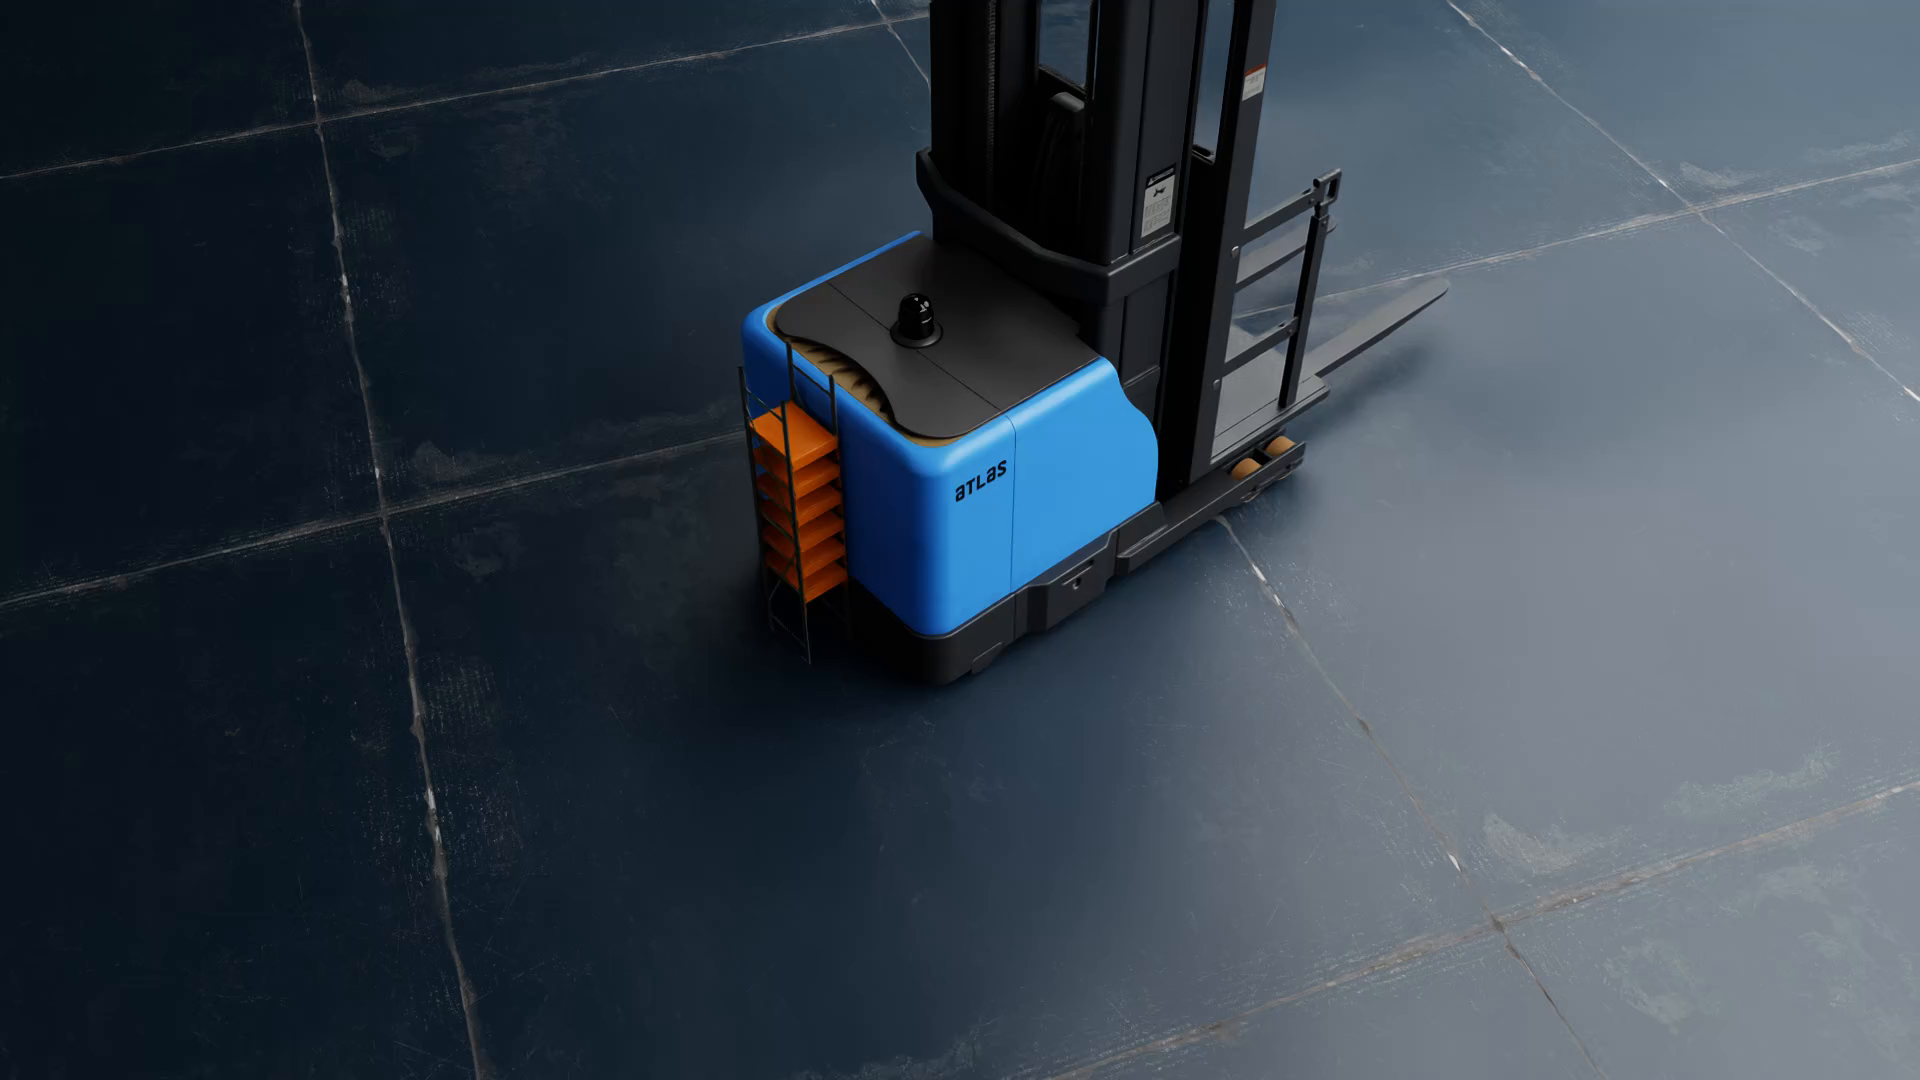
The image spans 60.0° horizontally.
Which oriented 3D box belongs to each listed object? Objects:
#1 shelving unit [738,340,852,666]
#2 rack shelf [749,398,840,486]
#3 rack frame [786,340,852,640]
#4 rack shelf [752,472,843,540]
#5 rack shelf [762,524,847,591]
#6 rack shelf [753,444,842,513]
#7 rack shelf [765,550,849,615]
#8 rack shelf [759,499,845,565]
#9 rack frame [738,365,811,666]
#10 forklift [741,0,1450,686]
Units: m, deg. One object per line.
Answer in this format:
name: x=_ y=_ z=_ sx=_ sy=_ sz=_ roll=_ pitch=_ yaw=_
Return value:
shelving unit: x=-0.531 y=-0.091 z=5.493 sx=0.189 sy=1.200 sz=0.258 roll=-31 pitch=53 yaw=-27
rack shelf: x=-0.531 y=-0.313 z=5.270 sx=0.180 sy=0.103 sz=0.258 roll=-31 pitch=53 yaw=-27
rack frame: x=-0.462 y=-0.133 z=5.535 sx=0.006 sy=1.200 sz=0.240 roll=-31 pitch=53 yaw=-27
rack shelf: x=-0.531 y=-0.144 z=5.440 sx=0.180 sy=0.103 sz=0.258 roll=-31 pitch=53 yaw=-27
rack shelf: x=-0.531 y=0.025 z=5.610 sx=0.180 sy=0.103 sz=0.258 roll=-31 pitch=53 yaw=-27
rack shelf: x=-0.531 y=-0.229 z=5.355 sx=0.180 sy=0.103 sz=0.258 roll=-31 pitch=53 yaw=-27
rack shelf: x=-0.531 y=0.110 z=5.695 sx=0.180 sy=0.103 sz=0.258 roll=-31 pitch=53 yaw=-27
rack shelf: x=-0.531 y=-0.059 z=5.525 sx=0.180 sy=0.103 sz=0.258 roll=-31 pitch=53 yaw=-27
rack frame: x=-0.601 y=-0.048 z=5.451 sx=0.006 sy=1.200 sz=0.240 roll=-31 pitch=53 yaw=-27
forklift: x=0.705 y=-1.437 z=5.613 sx=3.031 sy=2.935 sz=1.130 roll=-31 pitch=53 yaw=-27
